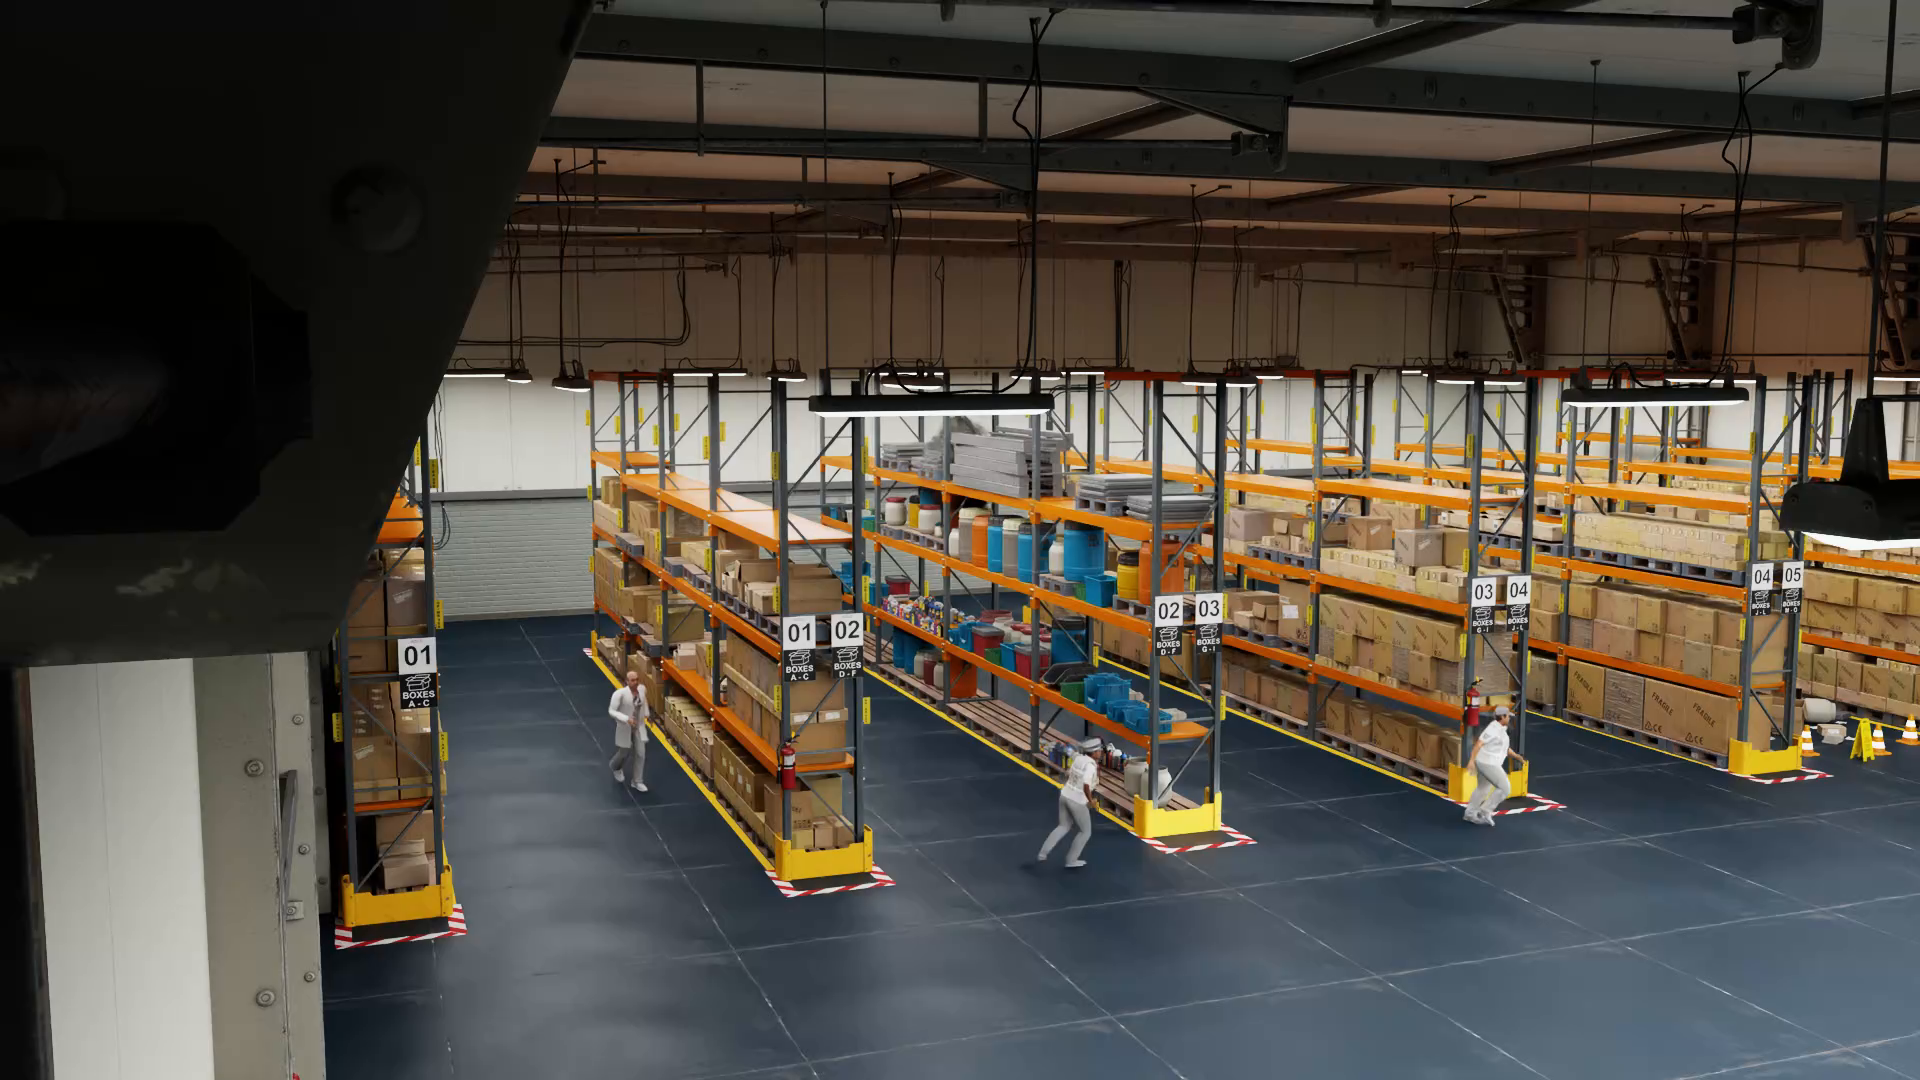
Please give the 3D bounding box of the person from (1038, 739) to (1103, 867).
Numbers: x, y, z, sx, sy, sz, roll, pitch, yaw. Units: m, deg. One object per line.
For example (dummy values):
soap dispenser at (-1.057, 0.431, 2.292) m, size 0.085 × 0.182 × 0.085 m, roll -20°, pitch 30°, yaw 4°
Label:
person at (1.373, 3.259, 20.571) m, size 0.796 × 1.585 × 0.583 m, roll -3°, pitch 7°, yaw -28°

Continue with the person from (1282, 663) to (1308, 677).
person at (6.508, 1.917, 31.749) m, size 0.755 × 1.747 × 0.716 m, roll -2°, pitch 7°, yaw -15°

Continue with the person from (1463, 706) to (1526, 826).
person at (7.203, 3.029, 22.397) m, size 0.772 × 1.623 × 0.580 m, roll 2°, pitch 7°, yaw 21°

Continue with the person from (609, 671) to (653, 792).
person at (-4.871, 2.755, 24.337) m, size 0.692 × 1.748 × 0.973 m, roll -4°, pitch 8°, yaw -35°
